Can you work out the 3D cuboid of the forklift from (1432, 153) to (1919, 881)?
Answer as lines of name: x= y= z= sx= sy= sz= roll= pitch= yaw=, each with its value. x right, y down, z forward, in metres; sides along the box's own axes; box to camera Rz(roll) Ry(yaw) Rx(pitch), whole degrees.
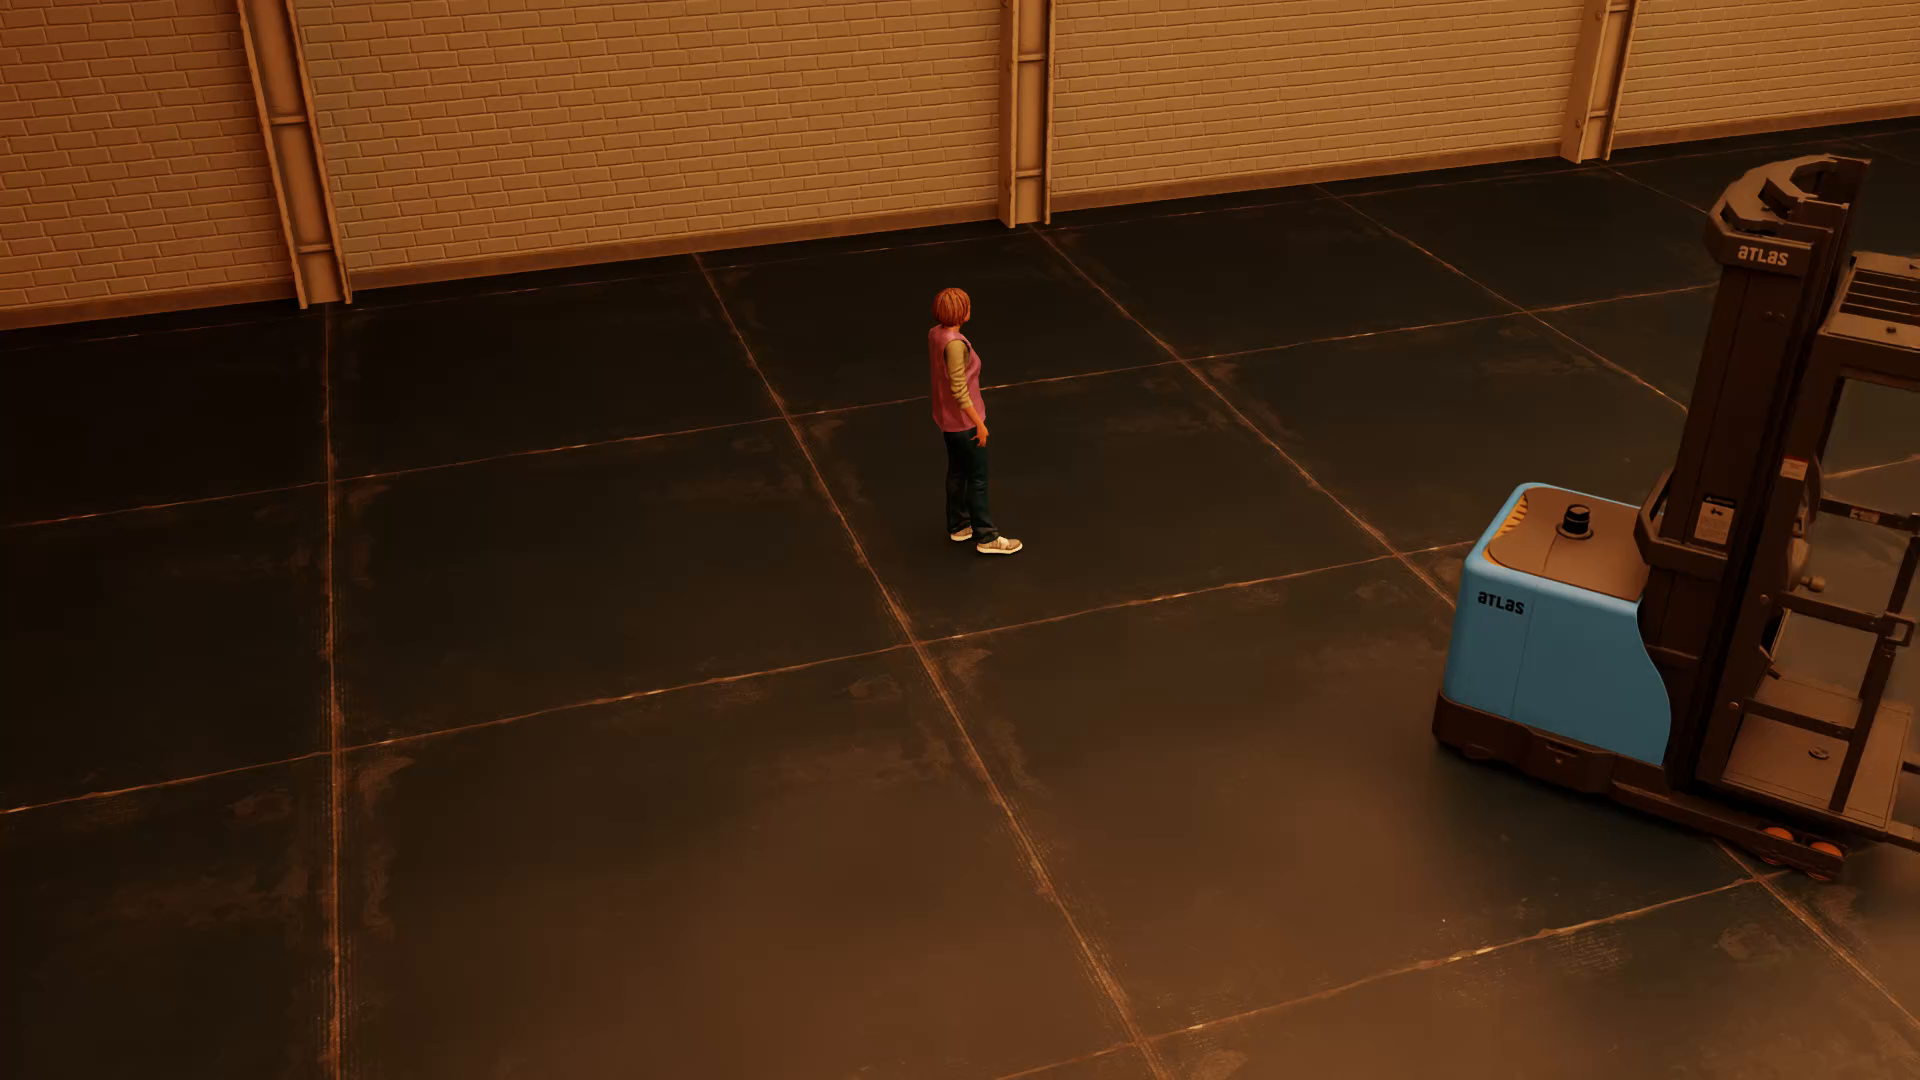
forklift: x=3.859 y=-0.061 z=7.192 sx=3.031 sy=2.935 sz=1.130 roll=17 pitch=34 yaw=27

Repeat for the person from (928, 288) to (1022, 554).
person: x=0.074 y=-0.704 z=9.632 sx=0.476 sy=1.597 sz=0.520 roll=-10 pitch=31 yaw=-16
